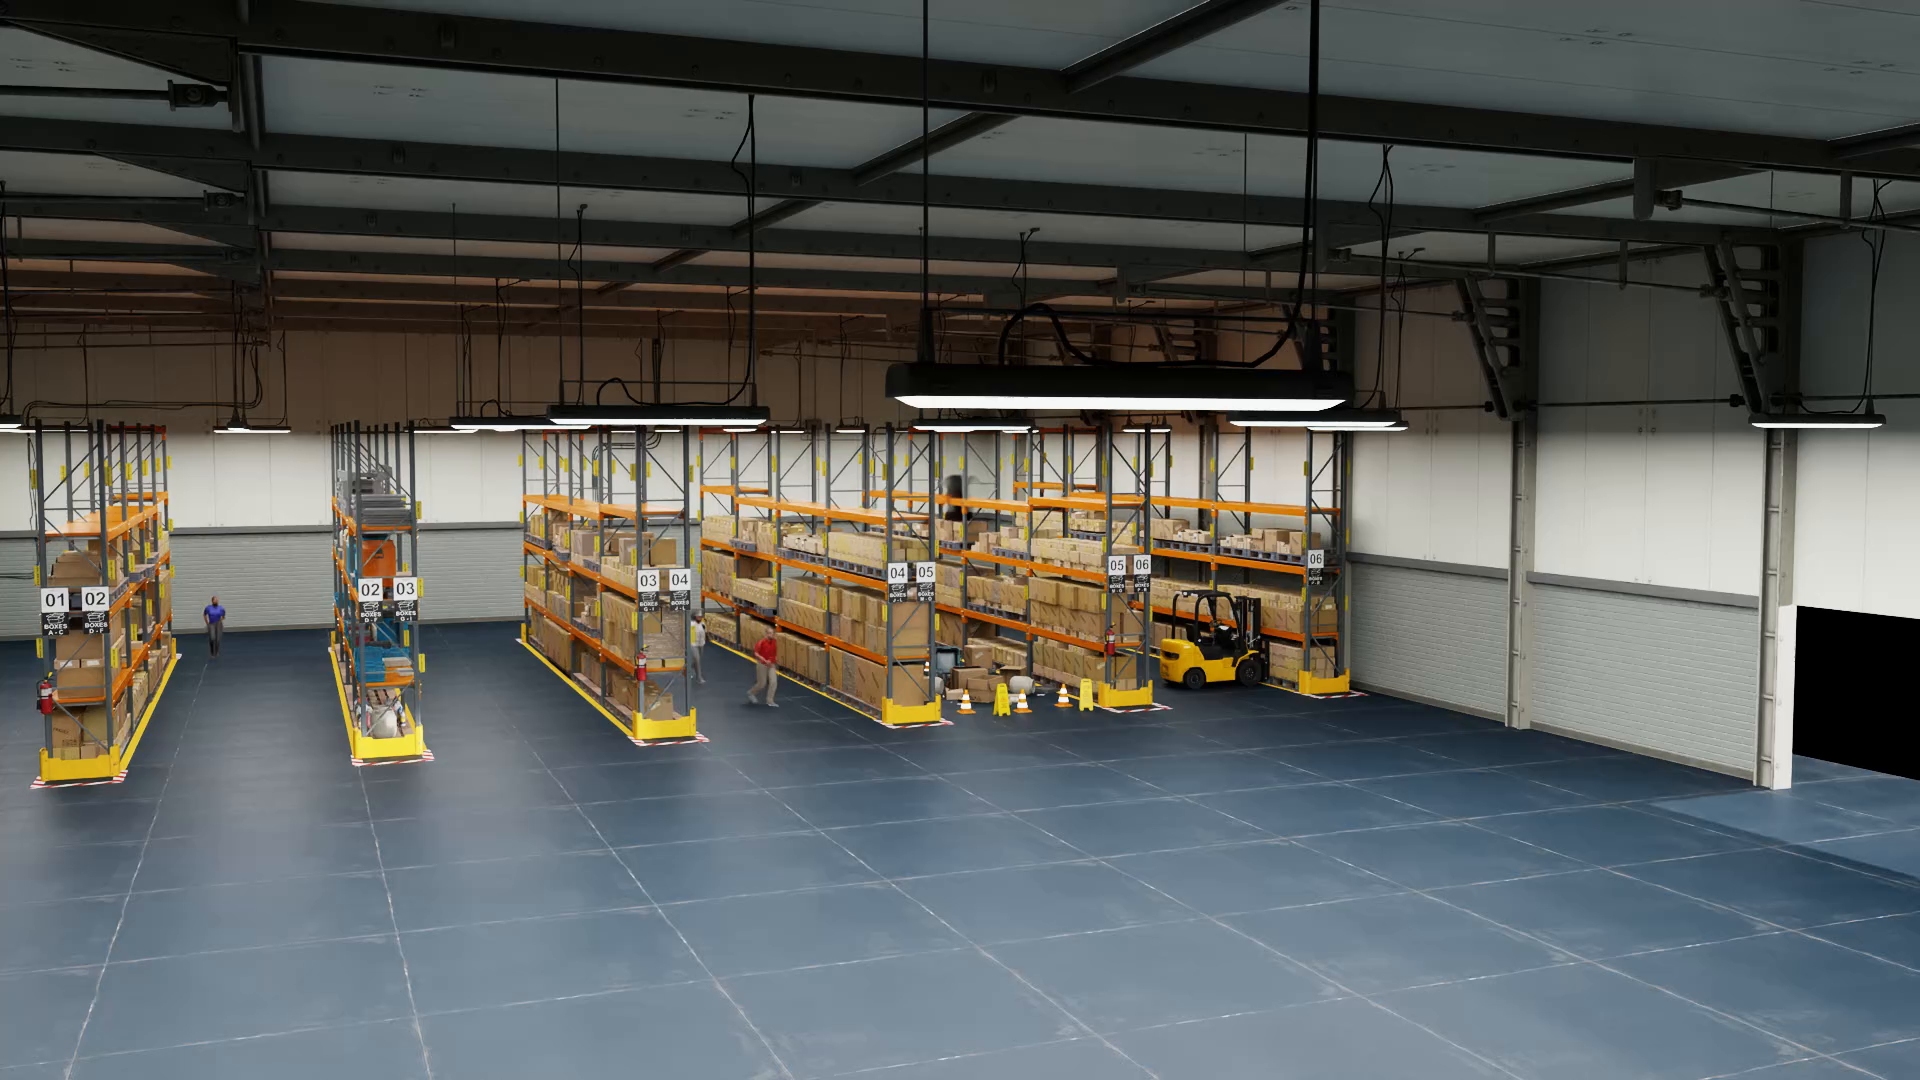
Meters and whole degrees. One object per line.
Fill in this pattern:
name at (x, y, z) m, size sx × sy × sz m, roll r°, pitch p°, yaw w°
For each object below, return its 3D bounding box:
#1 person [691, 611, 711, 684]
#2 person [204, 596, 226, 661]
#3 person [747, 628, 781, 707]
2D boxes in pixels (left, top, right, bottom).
person at (-6.163, 2.468, 38.741) m, size 0.551 × 1.687 × 0.918 m, roll -3°, pitch 5°, yaw -40°
person at (-19.079, 2.257, 42.605) m, size 0.493 × 1.670 × 0.789 m, roll -2°, pitch 4°, yaw -33°
person at (-4.173, 2.686, 35.276) m, size 0.850 × 1.689 × 0.660 m, roll 3°, pitch 5°, yaw 44°
